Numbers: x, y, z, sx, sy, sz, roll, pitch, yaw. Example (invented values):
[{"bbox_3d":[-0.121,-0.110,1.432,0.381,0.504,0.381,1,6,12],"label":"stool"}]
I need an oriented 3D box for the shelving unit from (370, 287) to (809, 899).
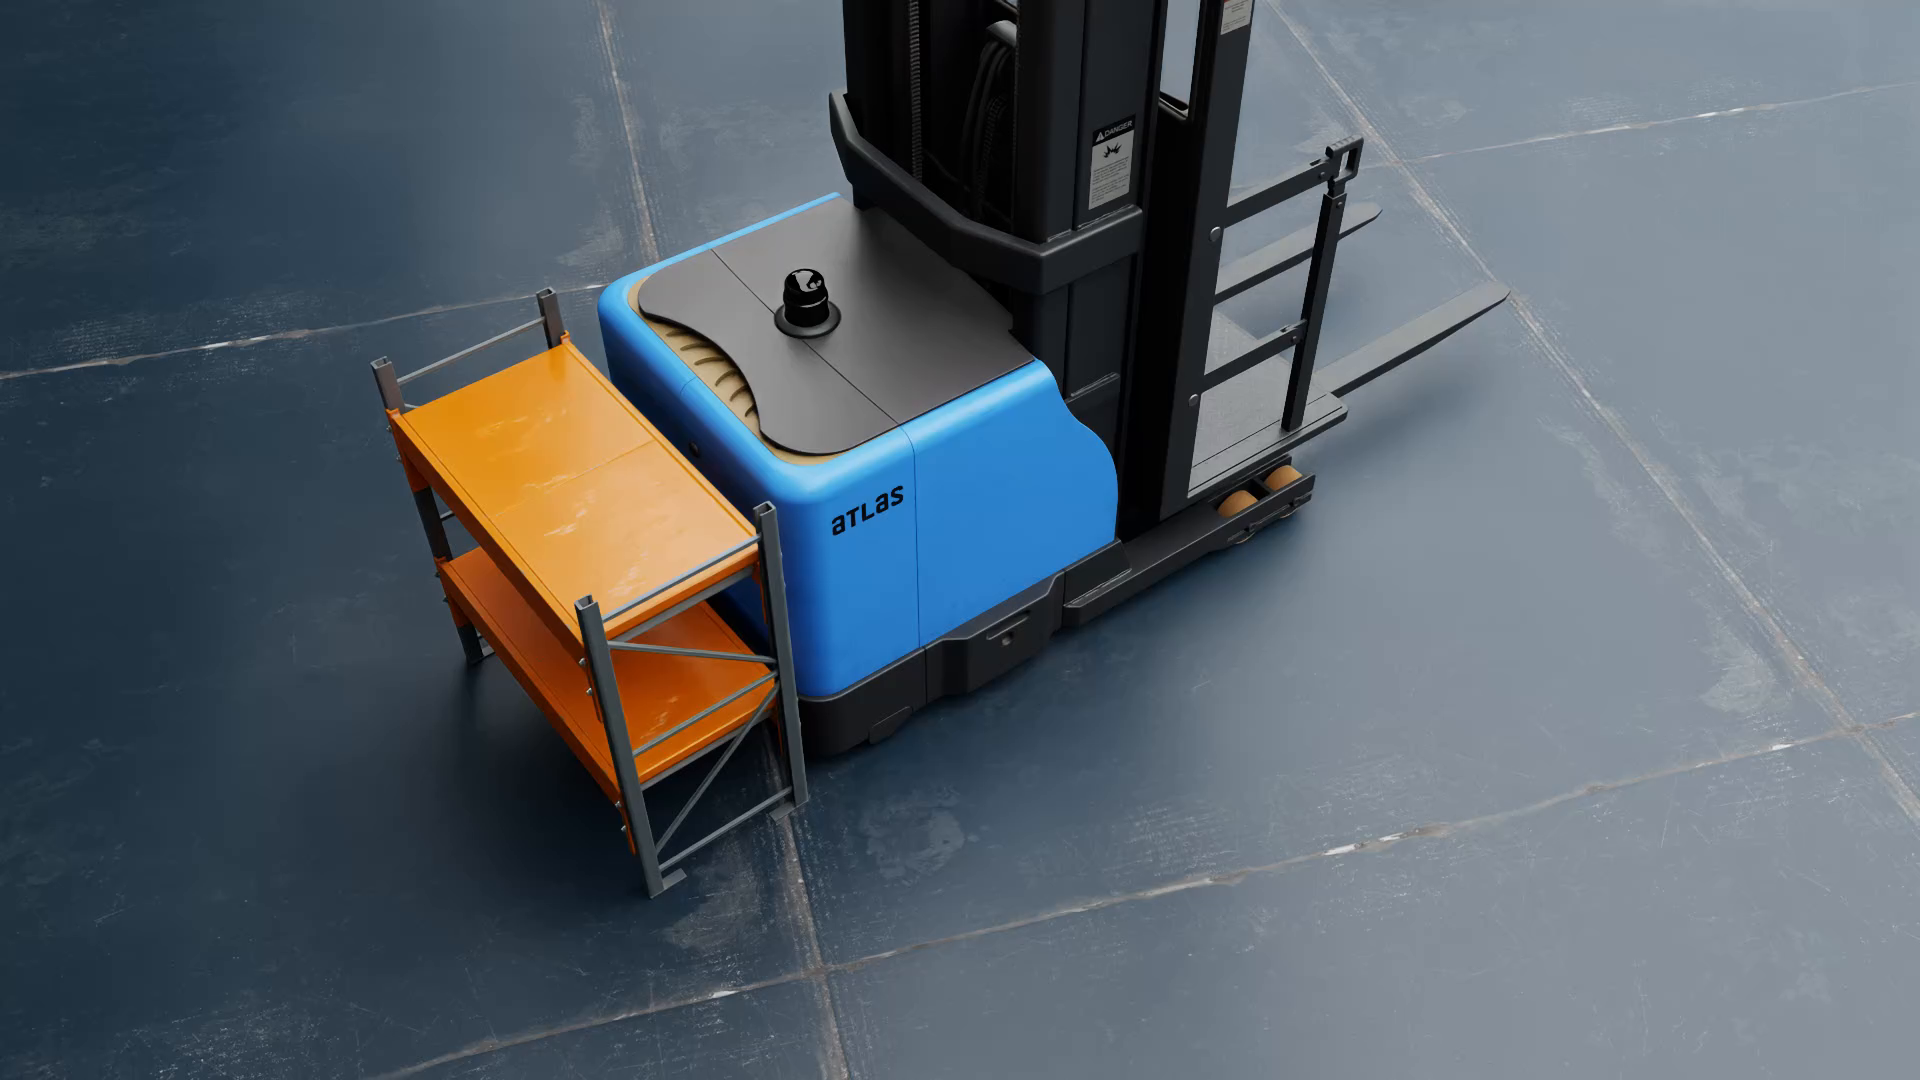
[{"bbox_3d":[-0.935,0.139,4.326,0.538,1.125,1.048,-29,52,-26],"label":"shelving unit"}]

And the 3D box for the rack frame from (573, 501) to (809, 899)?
[{"bbox_3d":[-0.619,0.424,4.047,0.500,1.125,0.032,-29,52,-26],"label":"rack frame"}]

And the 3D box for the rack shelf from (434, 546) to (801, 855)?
[{"bbox_3d":[-0.935,0.310,4.501,0.538,0.278,1.000,-29,52,-26],"label":"rack shelf"}]

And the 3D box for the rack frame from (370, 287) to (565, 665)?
[{"bbox_3d":[-1.251,-0.146,4.605,0.500,1.125,0.032,-29,52,-26],"label":"rack frame"}]

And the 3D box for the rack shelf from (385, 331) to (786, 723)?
[{"bbox_3d":[-0.935,-0.066,4.117,0.538,0.278,1.000,-29,52,-26],"label":"rack shelf"}]

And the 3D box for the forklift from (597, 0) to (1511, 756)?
[{"bbox_3d":[0.507,-1.293,4.465,3.031,2.935,1.130,-28,52,-25],"label":"forklift"}]
